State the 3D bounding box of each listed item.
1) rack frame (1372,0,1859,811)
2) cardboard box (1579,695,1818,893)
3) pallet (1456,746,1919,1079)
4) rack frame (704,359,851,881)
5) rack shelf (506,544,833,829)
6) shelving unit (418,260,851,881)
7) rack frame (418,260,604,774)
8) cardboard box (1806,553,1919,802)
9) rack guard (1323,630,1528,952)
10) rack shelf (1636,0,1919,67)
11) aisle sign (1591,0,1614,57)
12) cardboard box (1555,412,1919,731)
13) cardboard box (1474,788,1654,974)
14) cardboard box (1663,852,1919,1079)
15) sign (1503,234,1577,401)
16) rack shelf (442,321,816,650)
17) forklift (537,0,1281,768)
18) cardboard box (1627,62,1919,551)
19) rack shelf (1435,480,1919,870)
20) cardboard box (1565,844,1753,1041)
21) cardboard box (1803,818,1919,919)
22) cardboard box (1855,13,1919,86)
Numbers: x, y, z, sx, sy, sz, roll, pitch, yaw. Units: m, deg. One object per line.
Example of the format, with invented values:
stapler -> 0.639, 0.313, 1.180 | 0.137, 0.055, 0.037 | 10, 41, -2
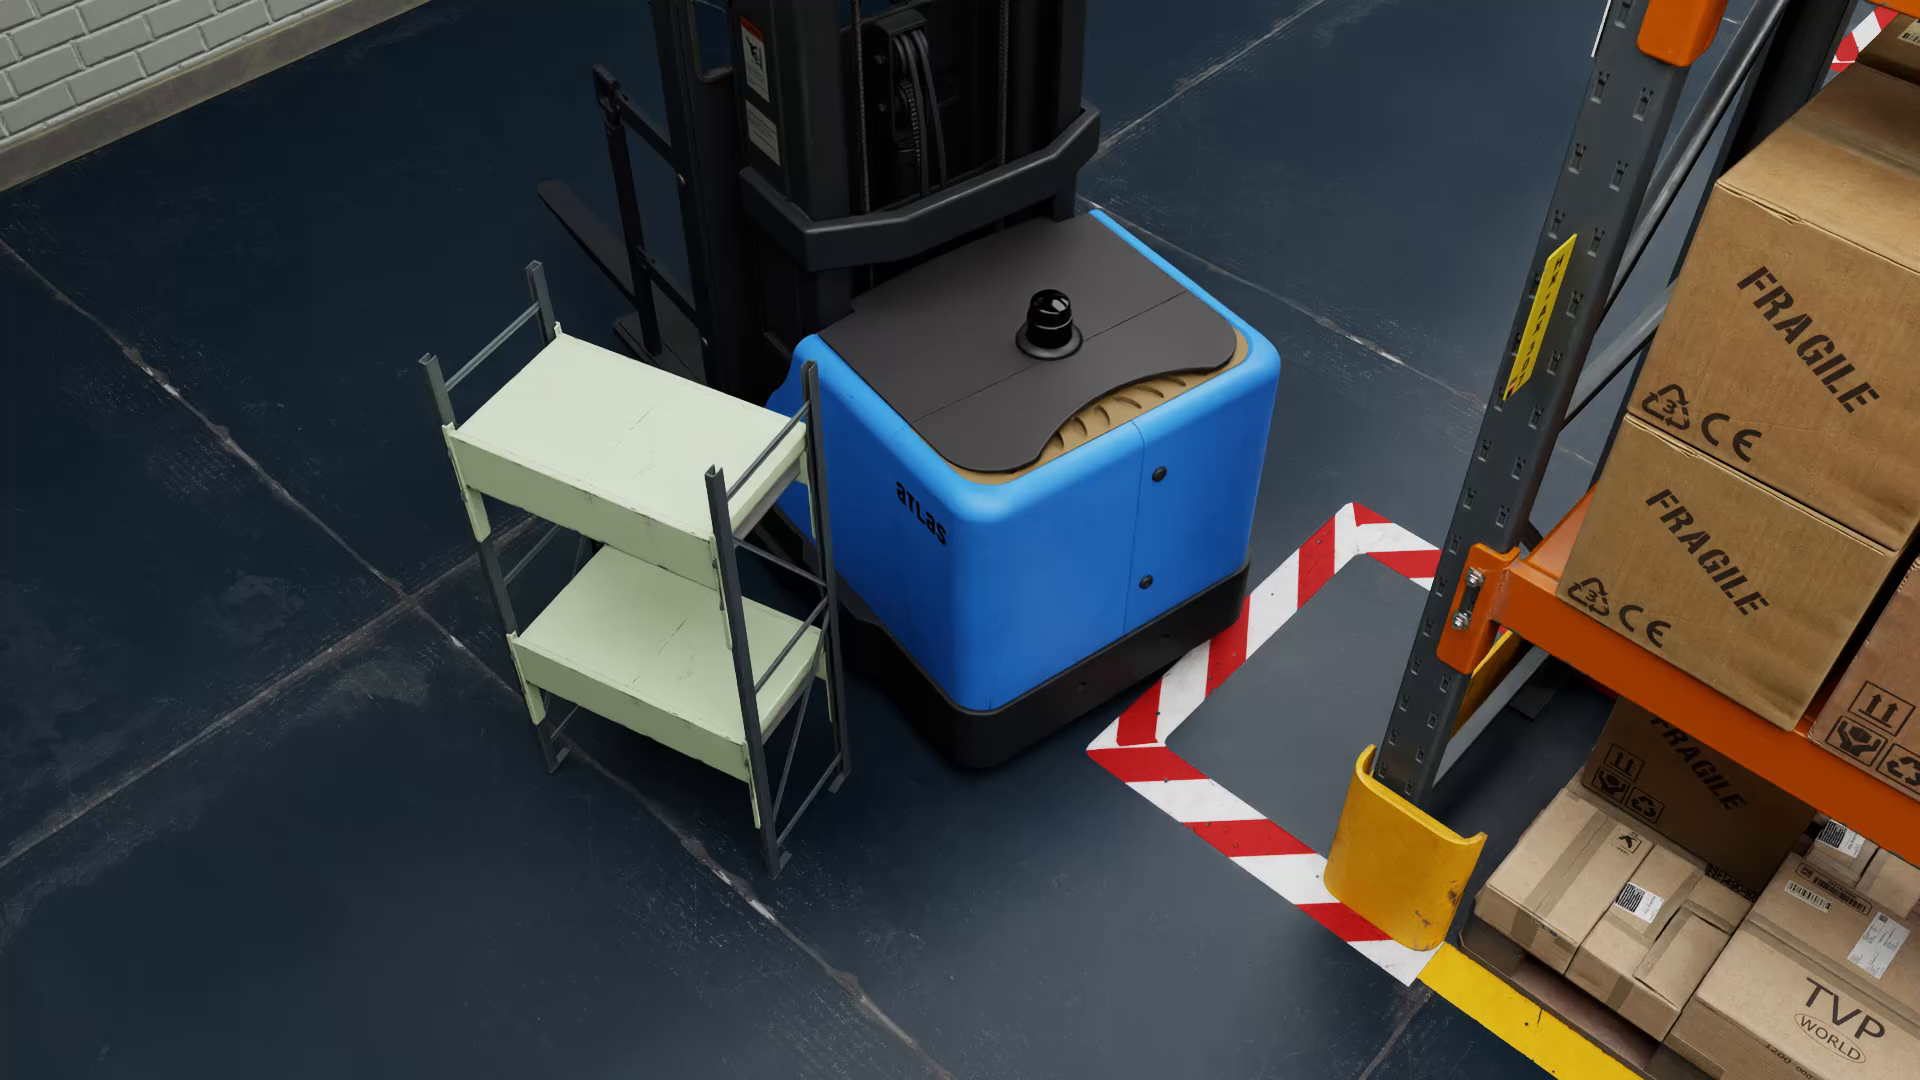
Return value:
rack frame -> 1.402, -0.388, 3.556 | 0.127, 3.000, 1.000 | 34, 55, 28
cardboard box -> 1.969, 0.454, 4.179 | 0.500, 0.500, 0.500 | 34, 55, 28
pallet -> 2.045, 0.998, 4.168 | 1.213, 0.211, 1.003 | 34, 55, 28
rack frame -> -0.408, 0.257, 3.980 | 0.023, 1.500, 0.400 | 21, 50, 19
rack shelf -> -0.731, 0.356, 4.335 | 0.720, 0.370, 0.431 | 21, 50, 19
shelving unit -> -0.731, 0.132, 4.097 | 0.755, 1.500, 0.431 | 21, 50, 19
rack frame -> -1.055, 0.008, 4.214 | 0.023, 1.500, 0.400 | 21, 50, 19
cardboard box -> 1.932, 0.191, 2.945 | 0.500, 0.500, 0.500 | 33, 55, 27
rack guard -> 1.458, 0.505, 4.432 | 0.348, 0.500, 1.175 | 34, 55, 28
rack shelf -> 2.872, -0.179, 1.797 | 4.000, 0.370, 1.077 | 34, 55, 28
aisle sign -> 1.153, -1.154, 2.493 | 0.004, 0.787, 0.394 | 34, 55, 28
cardboard box -> 1.549, -0.061, 3.181 | 0.500, 0.500, 0.500 | 35, 56, 28
cardboard box -> 1.477, 0.829, 4.068 | 0.250, 0.149, 0.380 | 34, 55, 28
cardboard box -> 1.977, 1.071, 3.771 | 0.500, 0.250, 0.500 | 34, 55, 28
sign -> 1.034, -0.393, 2.968 | 0.005, 0.325, 0.100 | 34, 55, 28
rack shelf -> -0.731, -0.135, 3.812 | 0.720, 0.370, 0.431 | 21, 50, 19
forklift -> -0.425, -1.417, 4.570 | 1.130, 2.935, 3.031 | -28, 53, -23
cardboard box -> 1.549, -0.404, 2.817 | 0.500, 0.500, 0.500 | 36, 56, 29
rack shelf -> 2.872, 0.847, 2.890 | 4.000, 0.370, 1.077 | 34, 55, 28
cardboard box -> 1.661, 0.946, 3.946 | 0.250, 0.166, 0.380 | 34, 55, 28
cardboard box -> 2.205, 0.817, 4.067 | 0.250, 0.166, 0.380 | 34, 55, 28
cardboard box -> 1.916, -0.691, 3.087 | 0.500, 0.500, 0.500 | 33, 55, 27
